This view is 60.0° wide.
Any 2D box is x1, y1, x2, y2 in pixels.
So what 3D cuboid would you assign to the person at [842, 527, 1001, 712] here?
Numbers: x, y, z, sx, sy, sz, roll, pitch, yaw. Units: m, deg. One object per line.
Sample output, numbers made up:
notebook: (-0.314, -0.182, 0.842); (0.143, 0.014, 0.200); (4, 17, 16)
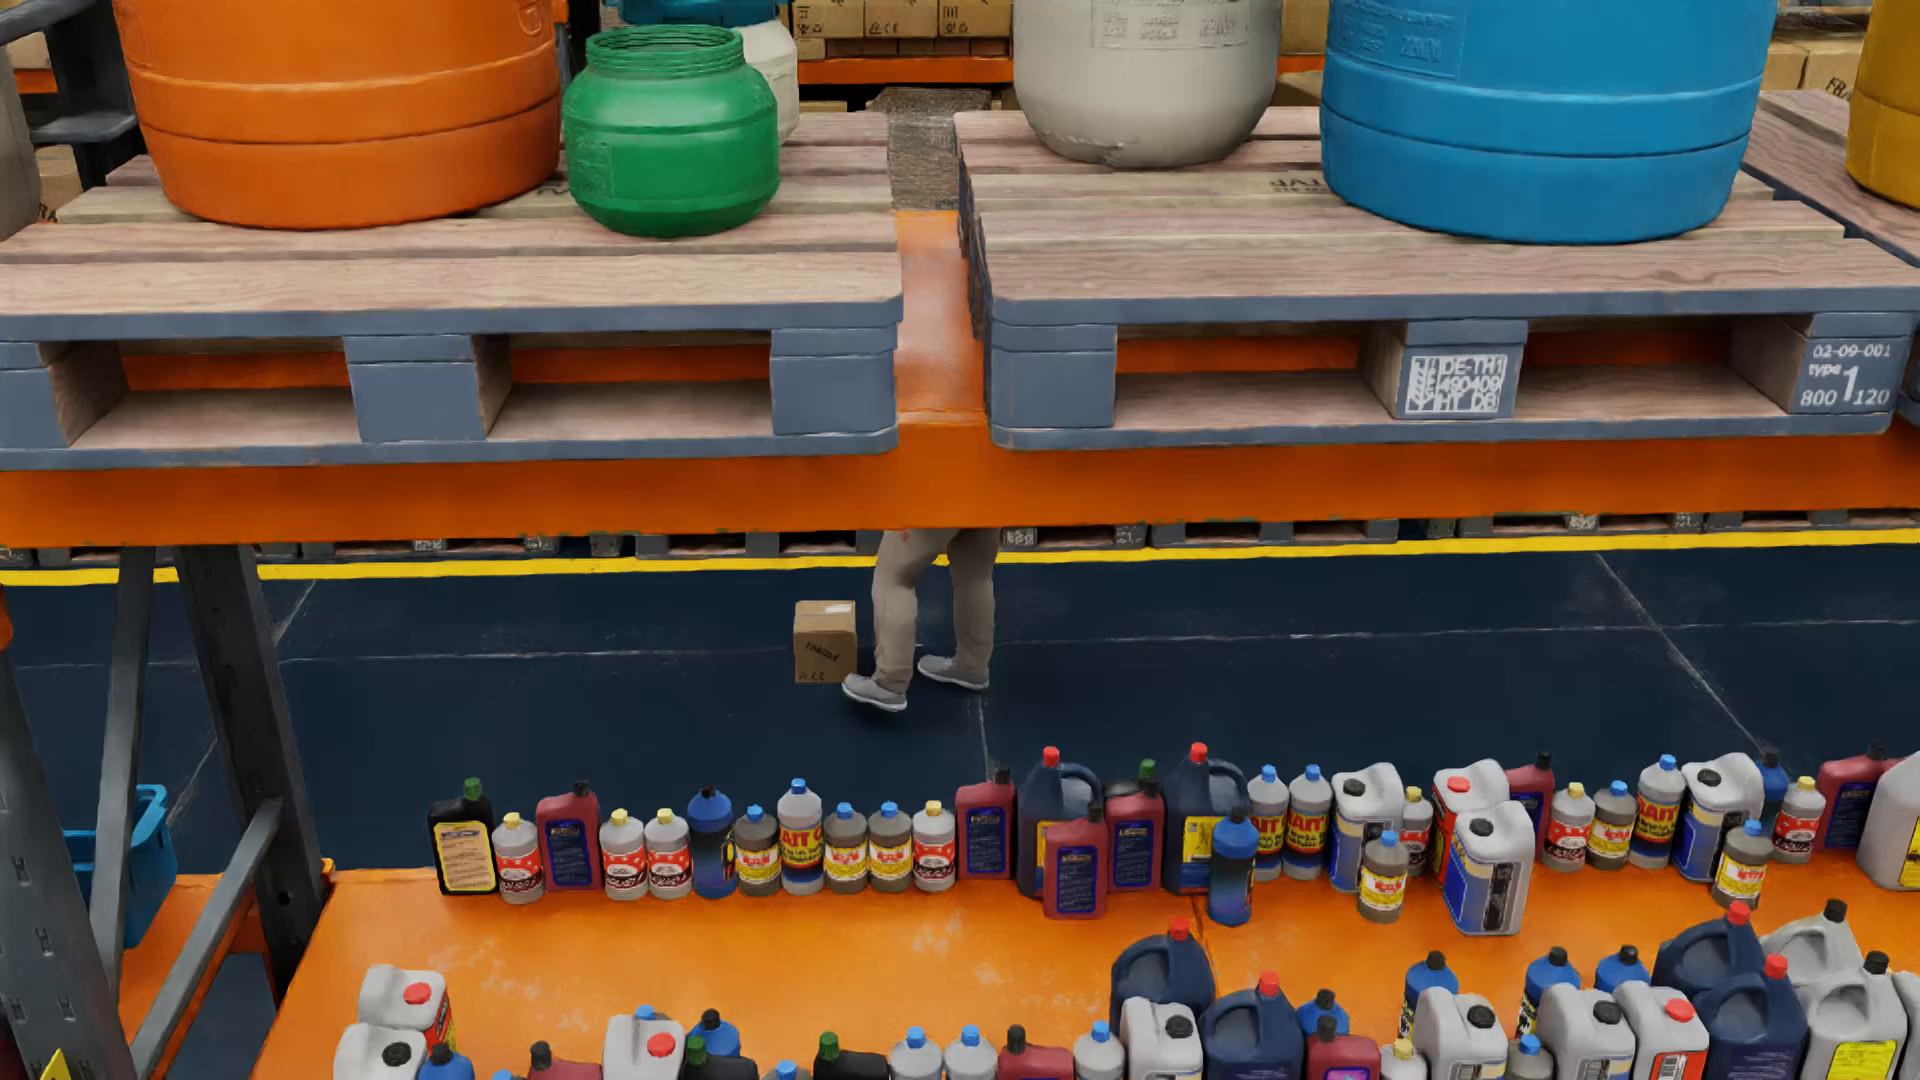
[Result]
person: (-0.089, -0.158, 6.424); (0.827, 1.719, 0.422); (-19, 33, -32)
